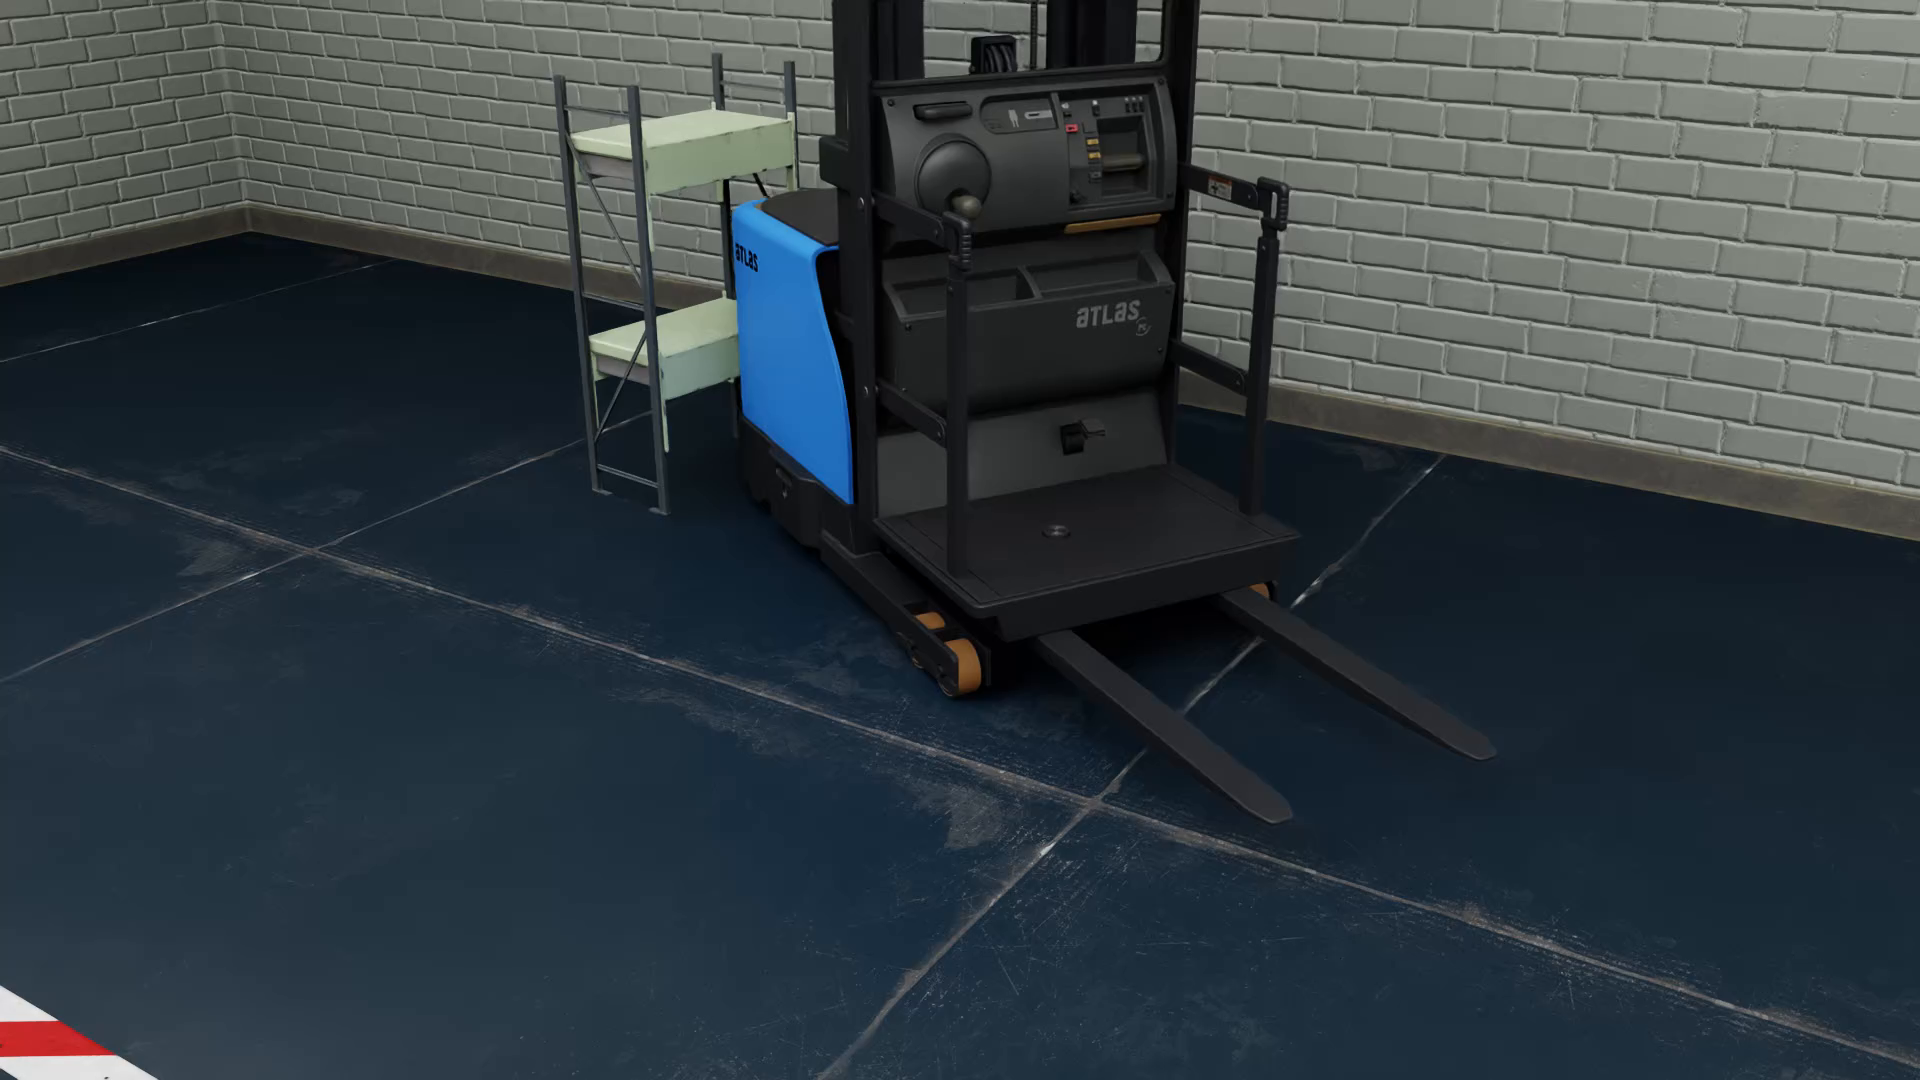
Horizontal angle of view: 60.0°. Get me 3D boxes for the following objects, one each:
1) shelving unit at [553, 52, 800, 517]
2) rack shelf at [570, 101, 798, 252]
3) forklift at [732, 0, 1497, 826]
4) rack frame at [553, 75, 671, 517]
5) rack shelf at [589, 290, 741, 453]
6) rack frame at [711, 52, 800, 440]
[{"bbox_3d":[-0.975,-0.939,6.031,0.431,1.500,0.755,17,29,34],"label":"shelving unit"},{"bbox_3d":[-0.975,-1.297,5.876,0.431,0.370,0.720,17,29,34],"label":"rack shelf"},{"bbox_3d":[0.312,-1.101,4.603,1.130,2.935,3.031,-11,26,-25],"label":"forklift"},{"bbox_3d":[-1.200,-0.824,5.766,0.400,1.500,0.023,17,29,34],"label":"rack frame"},{"bbox_3d":[-0.975,-0.640,6.160,0.431,0.370,0.720,17,29,34],"label":"rack shelf"},{"bbox_3d":[-0.749,-1.053,6.295,0.400,1.500,0.023,17,29,34],"label":"rack frame"}]
